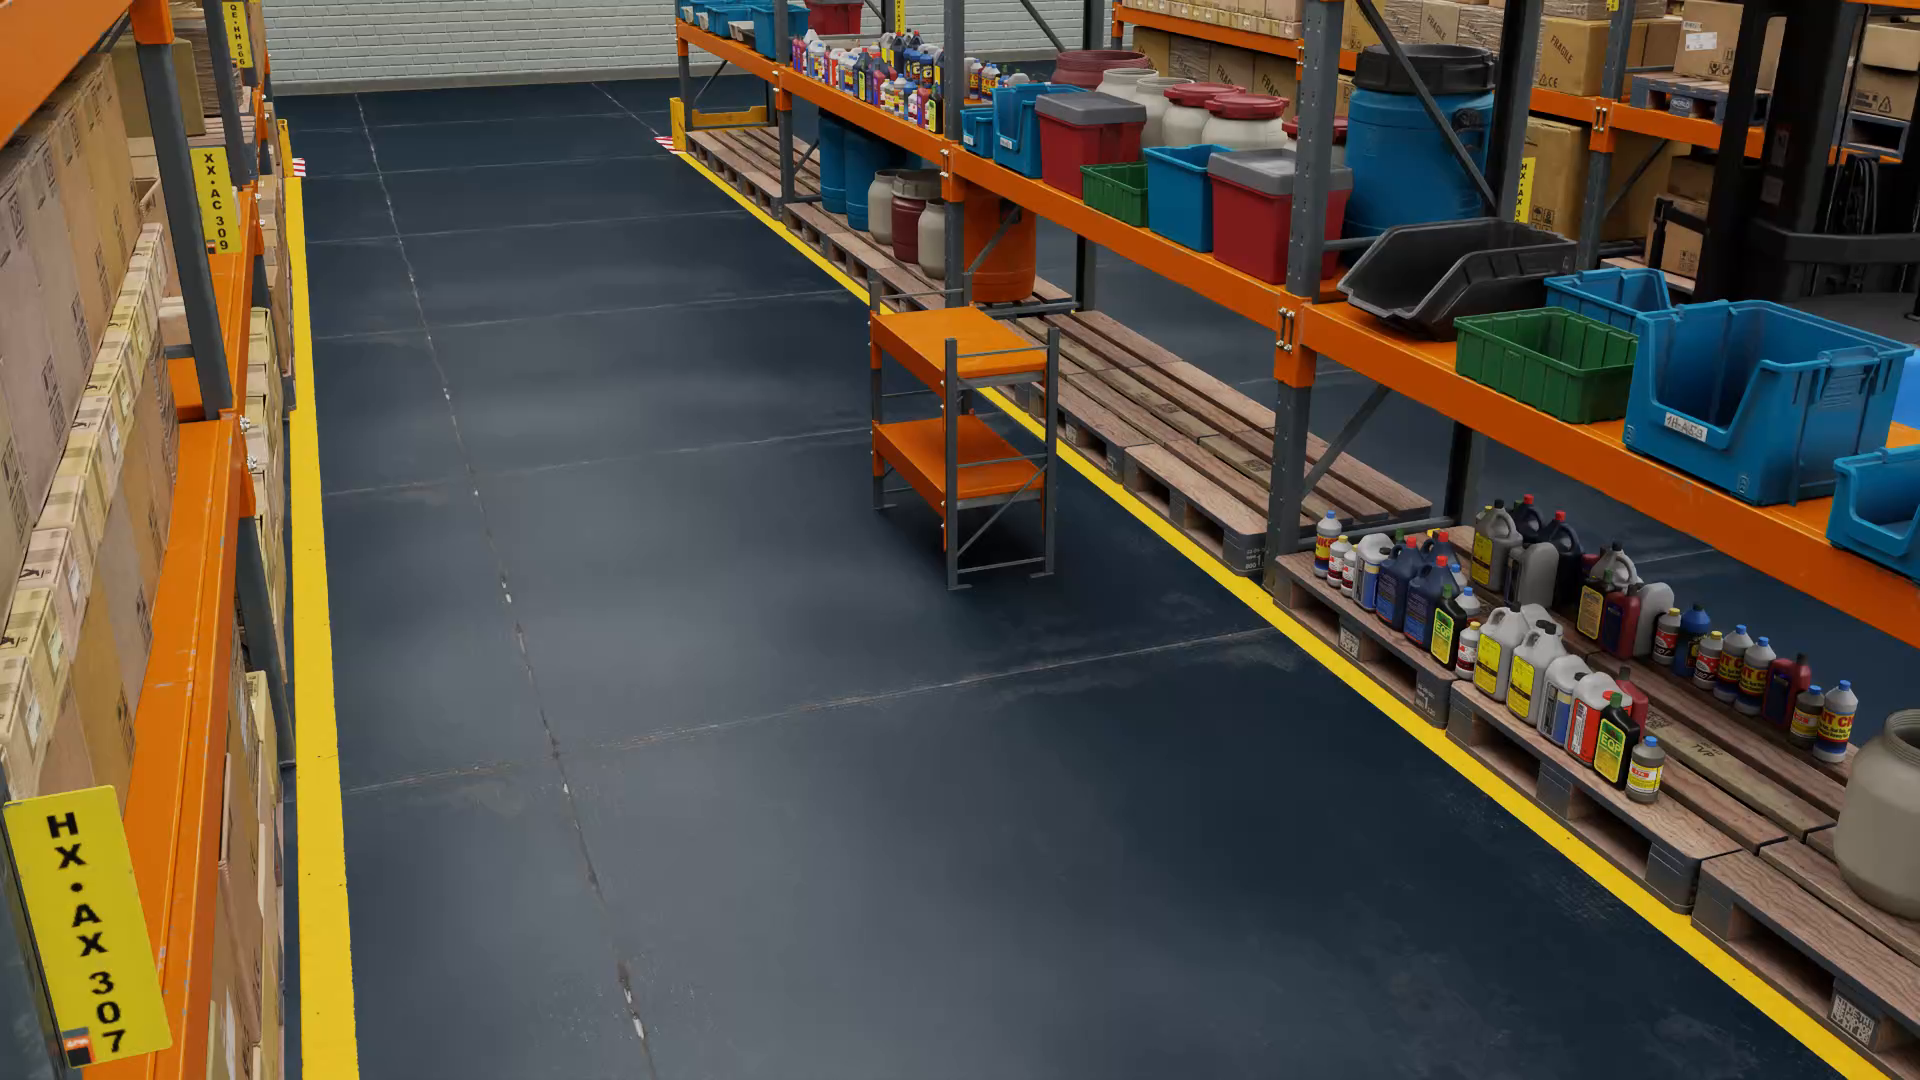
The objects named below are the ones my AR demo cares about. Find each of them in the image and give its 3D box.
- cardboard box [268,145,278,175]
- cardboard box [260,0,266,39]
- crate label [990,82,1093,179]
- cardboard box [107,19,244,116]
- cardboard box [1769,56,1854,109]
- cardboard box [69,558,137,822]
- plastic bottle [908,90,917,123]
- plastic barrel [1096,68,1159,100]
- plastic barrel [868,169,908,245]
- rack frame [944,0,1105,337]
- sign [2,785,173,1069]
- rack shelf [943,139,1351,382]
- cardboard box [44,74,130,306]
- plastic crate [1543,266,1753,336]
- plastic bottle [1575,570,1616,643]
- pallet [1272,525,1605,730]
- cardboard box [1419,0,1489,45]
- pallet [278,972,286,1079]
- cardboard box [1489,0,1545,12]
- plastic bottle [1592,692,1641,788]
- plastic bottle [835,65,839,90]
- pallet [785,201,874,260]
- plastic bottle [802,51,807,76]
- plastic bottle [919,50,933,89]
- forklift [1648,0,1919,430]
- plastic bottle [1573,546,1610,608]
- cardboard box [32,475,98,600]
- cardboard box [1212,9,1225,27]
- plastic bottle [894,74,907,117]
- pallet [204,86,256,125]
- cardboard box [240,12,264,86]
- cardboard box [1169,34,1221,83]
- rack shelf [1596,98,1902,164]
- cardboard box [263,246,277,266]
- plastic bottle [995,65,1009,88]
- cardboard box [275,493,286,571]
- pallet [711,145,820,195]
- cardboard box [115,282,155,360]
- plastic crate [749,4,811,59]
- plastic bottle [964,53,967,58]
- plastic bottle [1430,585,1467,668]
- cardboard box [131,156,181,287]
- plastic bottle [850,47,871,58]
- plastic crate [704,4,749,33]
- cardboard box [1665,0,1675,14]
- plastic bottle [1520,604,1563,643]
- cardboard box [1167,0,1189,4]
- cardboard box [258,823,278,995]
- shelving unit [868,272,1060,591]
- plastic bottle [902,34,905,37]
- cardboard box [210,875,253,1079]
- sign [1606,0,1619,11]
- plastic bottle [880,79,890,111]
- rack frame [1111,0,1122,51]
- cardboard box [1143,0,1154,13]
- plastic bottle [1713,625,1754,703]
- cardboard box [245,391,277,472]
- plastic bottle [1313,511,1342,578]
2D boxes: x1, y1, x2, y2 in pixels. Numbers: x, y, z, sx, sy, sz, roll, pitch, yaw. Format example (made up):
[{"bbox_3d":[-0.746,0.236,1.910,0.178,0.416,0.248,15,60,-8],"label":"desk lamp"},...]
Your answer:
[{"bbox_3d":[-6.340,-3.324,14.748,0.500,0.250,0.500,-8,24,-19],"label":"cardboard box"},{"bbox_3d":[-6.657,-4.822,15.200,0.500,0.500,0.500,-8,24,-17],"label":"cardboard box"},{"bbox_3d":[0.490,-2.291,9.278,0.502,0.435,0.616,-8,24,-19],"label":"crate label"},{"bbox_3d":[-4.716,-2.806,9.876,0.700,0.500,0.500,-4,23,-9],"label":"cardboard box"},{"bbox_3d":[5.402,-2.836,10.269,0.500,0.250,0.500,-9,24,-20],"label":"cardboard box"},{"bbox_3d":[-1.930,0.323,2.992,0.700,0.500,0.500,-8,24,-19],"label":"cardboard box"},{"bbox_3d":[-0.290,-2.833,10.866,0.097,0.201,0.097,0,23,0],"label":"plastic bottle"},{"bbox_3d":[0.955,-2.380,9.390,0.421,0.512,0.421,0,23,0],"label":"plastic barrel"},{"bbox_3d":[-0.479,-2.499,12.478,0.421,0.512,0.421,0,23,0],"label":"plastic barrel"},{"bbox_3d":[0.392,-2.673,10.229,1.000,3.000,0.127,-8,24,-19],"label":"rack frame"},{"bbox_3d":[-0.896,0.403,1.715,0.100,0.325,0.005,-8,24,-19],"label":"sign"},{"bbox_3d":[1.098,-1.615,8.645,1.077,0.370,4.000,-8,24,-19],"label":"rack shelf"},{"bbox_3d":[-2.488,-0.841,4.085,0.700,0.500,0.500,-8,24,-19],"label":"cardboard box"},{"bbox_3d":[2.450,-0.786,5.944,0.499,0.251,0.616,-8,24,-19],"label":"plastic crate"},{"bbox_3d":[2.397,0.235,6.262,0.061,0.283,0.133,-8,24,-19],"label":"plastic bottle"},{"bbox_3d":[2.003,0.315,6.730,1.003,0.211,1.213,-8,24,-19],"label":"pallet"},{"bbox_3d":[4.083,-4.099,13.484,0.500,0.500,0.500,-8,24,-18],"label":"cardboard box"},{"bbox_3d":[-2.154,1.483,3.961,1.003,0.211,1.213,-8,24,-19],"label":"pallet"},{"bbox_3d":[4.555,-4.366,12.826,0.797,0.503,0.637,-8,24,-18],"label":"cardboard box"},{"bbox_3d":[2.101,0.636,5.310,0.061,0.283,0.133,-8,24,-18],"label":"plastic bottle"},{"bbox_3d":[-0.872,-3.432,12.286,0.097,0.201,0.097,0,23,0],"label":"plastic bottle"},{"bbox_3d":[-0.788,-2.555,13.540,1.003,0.211,1.213,-8,24,-19],"label":"pallet"},{"bbox_3d":[-1.186,-3.755,13.053,0.097,0.201,0.097,0,23,0],"label":"plastic bottle"},{"bbox_3d":[-0.253,-3.495,12.346,0.097,0.271,0.097,0,23,0],"label":"plastic bottle"},{"bbox_3d":[4.035,-1.716,8.048,1.130,2.935,3.031,-3,23,-6],"label":"forklift"},{"bbox_3d":[2.466,0.147,6.469,0.061,0.283,0.133,-7,24,-15],"label":"plastic bottle"},{"bbox_3d":[-1.721,0.020,2.876,0.380,0.149,0.250,-9,25,-21],"label":"cardboard box"},{"bbox_3d":[2.744,-5.223,16.603,0.380,0.149,0.250,-9,24,-20],"label":"cardboard box"},{"bbox_3d":[-0.393,-2.972,11.104,0.097,0.271,0.097,0,23,0],"label":"plastic bottle"},{"bbox_3d":[-4.935,-2.612,10.332,1.003,0.211,1.213,-8,24,-19],"label":"pallet"},{"bbox_3d":[-5.582,-3.717,12.577,0.500,0.500,0.500,-8,24,-18],"label":"cardboard box"},{"bbox_3d":[2.822,-4.921,17.759,0.875,0.875,0.875,-8,24,-19],"label":"cardboard box"},{"bbox_3d":[5.732,-2.294,10.257,1.077,0.370,4.000,-8,24,-19],"label":"rack shelf"},{"bbox_3d":[-4.327,-1.439,9.955,0.500,0.500,0.500,-9,25,-21],"label":"cardboard box"},{"bbox_3d":[0.292,-3.127,11.458,0.061,0.283,0.133,-8,24,-19],"label":"plastic bottle"},{"bbox_3d":[-3.106,-0.022,6.939,0.500,0.250,0.500,-9,25,-21],"label":"cardboard box"},{"bbox_3d":[-1.752,-3.547,15.894,1.003,0.211,1.213,-8,24,-19],"label":"pallet"},{"bbox_3d":[-2.260,-0.536,4.197,0.380,0.149,0.250,-8,24,-19],"label":"cardboard box"},{"bbox_3d":[-1.505,-4.269,13.961,0.392,0.384,0.575,-8,24,-19],"label":"plastic crate"},{"bbox_3d":[-0.001,-3.414,12.052,0.144,0.351,0.185,-8,24,-19],"label":"plastic bottle"},{"bbox_3d":[1.788,0.314,6.074,0.061,0.283,0.133,-7,24,-17],"label":"plastic bottle"},{"bbox_3d":[-3.450,-1.242,6.706,0.500,0.500,0.500,-8,24,-19],"label":"cardboard box"},{"bbox_3d":[-0.745,-3.533,12.430,0.152,0.276,0.135,-8,24,-19],"label":"plastic bottle"},{"bbox_3d":[-2.190,-4.917,15.692,0.416,0.233,0.300,-8,24,-19],"label":"plastic crate"},{"bbox_3d":[7.710,-5.692,17.717,0.380,0.149,0.250,-9,24,-20],"label":"cardboard box"},{"bbox_3d":[2.048,0.377,5.934,0.152,0.276,0.135,-8,24,-19],"label":"plastic bottle"},{"bbox_3d":[2.480,-5.745,17.328,0.500,0.250,0.500,-9,25,-21],"label":"cardboard box"},{"bbox_3d":[-2.104,1.034,4.435,0.500,0.250,0.500,-8,24,-19],"label":"cardboard box"},{"bbox_3d":[-0.002,-0.521,7.537,0.538,1.125,1.048,-8,24,-19],"label":"shelving unit"},{"bbox_3d":[-0.455,-3.896,13.281,0.061,0.283,0.133,-8,24,-19],"label":"plastic bottle"},{"bbox_3d":[-1.766,1.054,3.422,0.500,0.500,0.500,-8,24,-19],"label":"cardboard box"},{"bbox_3d":[4.507,-3.809,11.433,0.100,0.325,0.005,-8,24,-19],"label":"sign"},{"bbox_3d":[-0.496,-3.046,11.370,0.097,0.201,0.097,0,23,0],"label":"plastic bottle"},{"bbox_3d":[2.199,-6.259,18.738,1.000,3.000,0.127,-8,24,-19],"label":"rack frame"},{"bbox_3d":[2.199,-5.783,17.932,0.380,0.149,0.250,-9,24,-20],"label":"cardboard box"},{"bbox_3d":[2.712,0.426,5.823,0.097,0.271,0.097,0,23,0],"label":"plastic bottle"},{"bbox_3d":[-3.288,-0.469,7.278,0.500,0.311,0.500,-8,24,-18],"label":"cardboard box"},{"bbox_3d":[1.507,0.011,6.808,0.097,0.271,0.097,0,23,0],"label":"plastic bottle"}]
